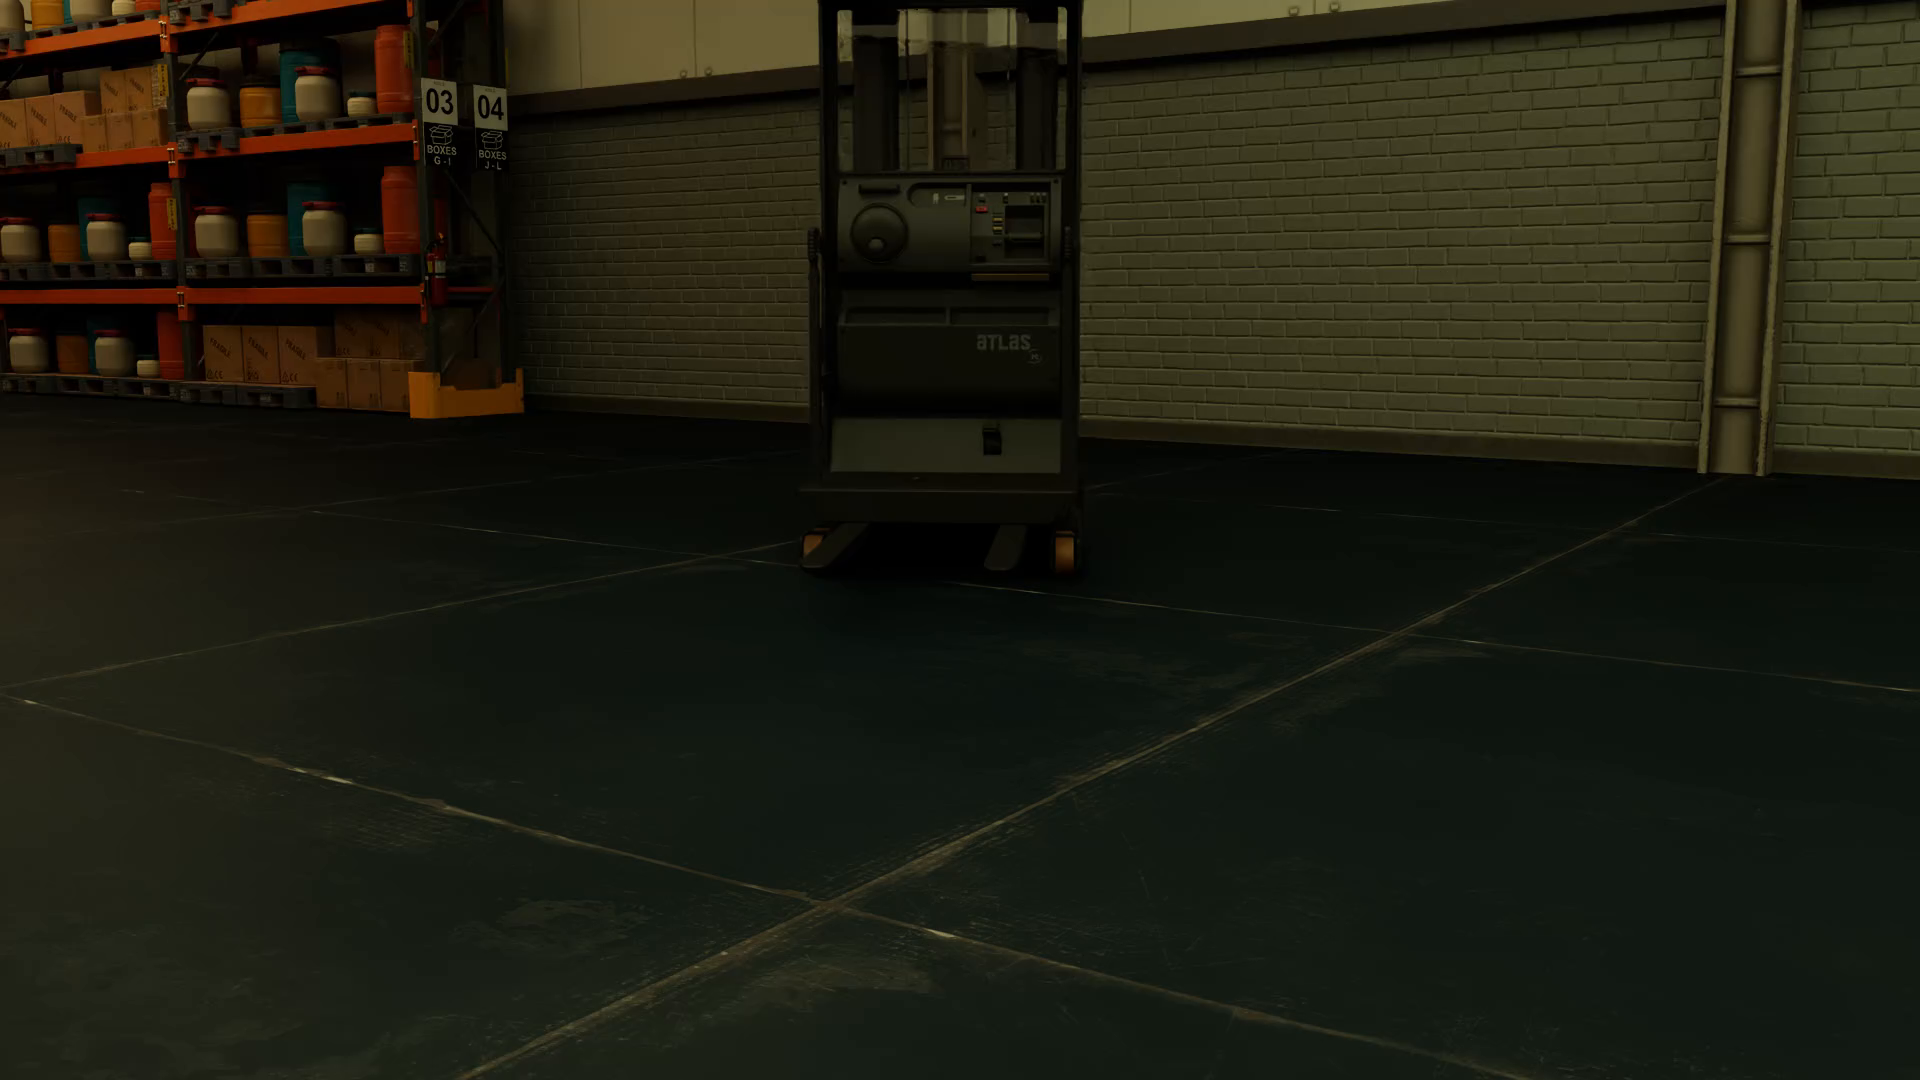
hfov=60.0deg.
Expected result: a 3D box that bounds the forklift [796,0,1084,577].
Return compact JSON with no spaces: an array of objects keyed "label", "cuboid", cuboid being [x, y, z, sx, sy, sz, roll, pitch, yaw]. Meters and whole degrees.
[{"label":"forklift","cuboid":[-0.058,-1.351,6.696,1.130,2.935,3.031,1,8,4]}]
